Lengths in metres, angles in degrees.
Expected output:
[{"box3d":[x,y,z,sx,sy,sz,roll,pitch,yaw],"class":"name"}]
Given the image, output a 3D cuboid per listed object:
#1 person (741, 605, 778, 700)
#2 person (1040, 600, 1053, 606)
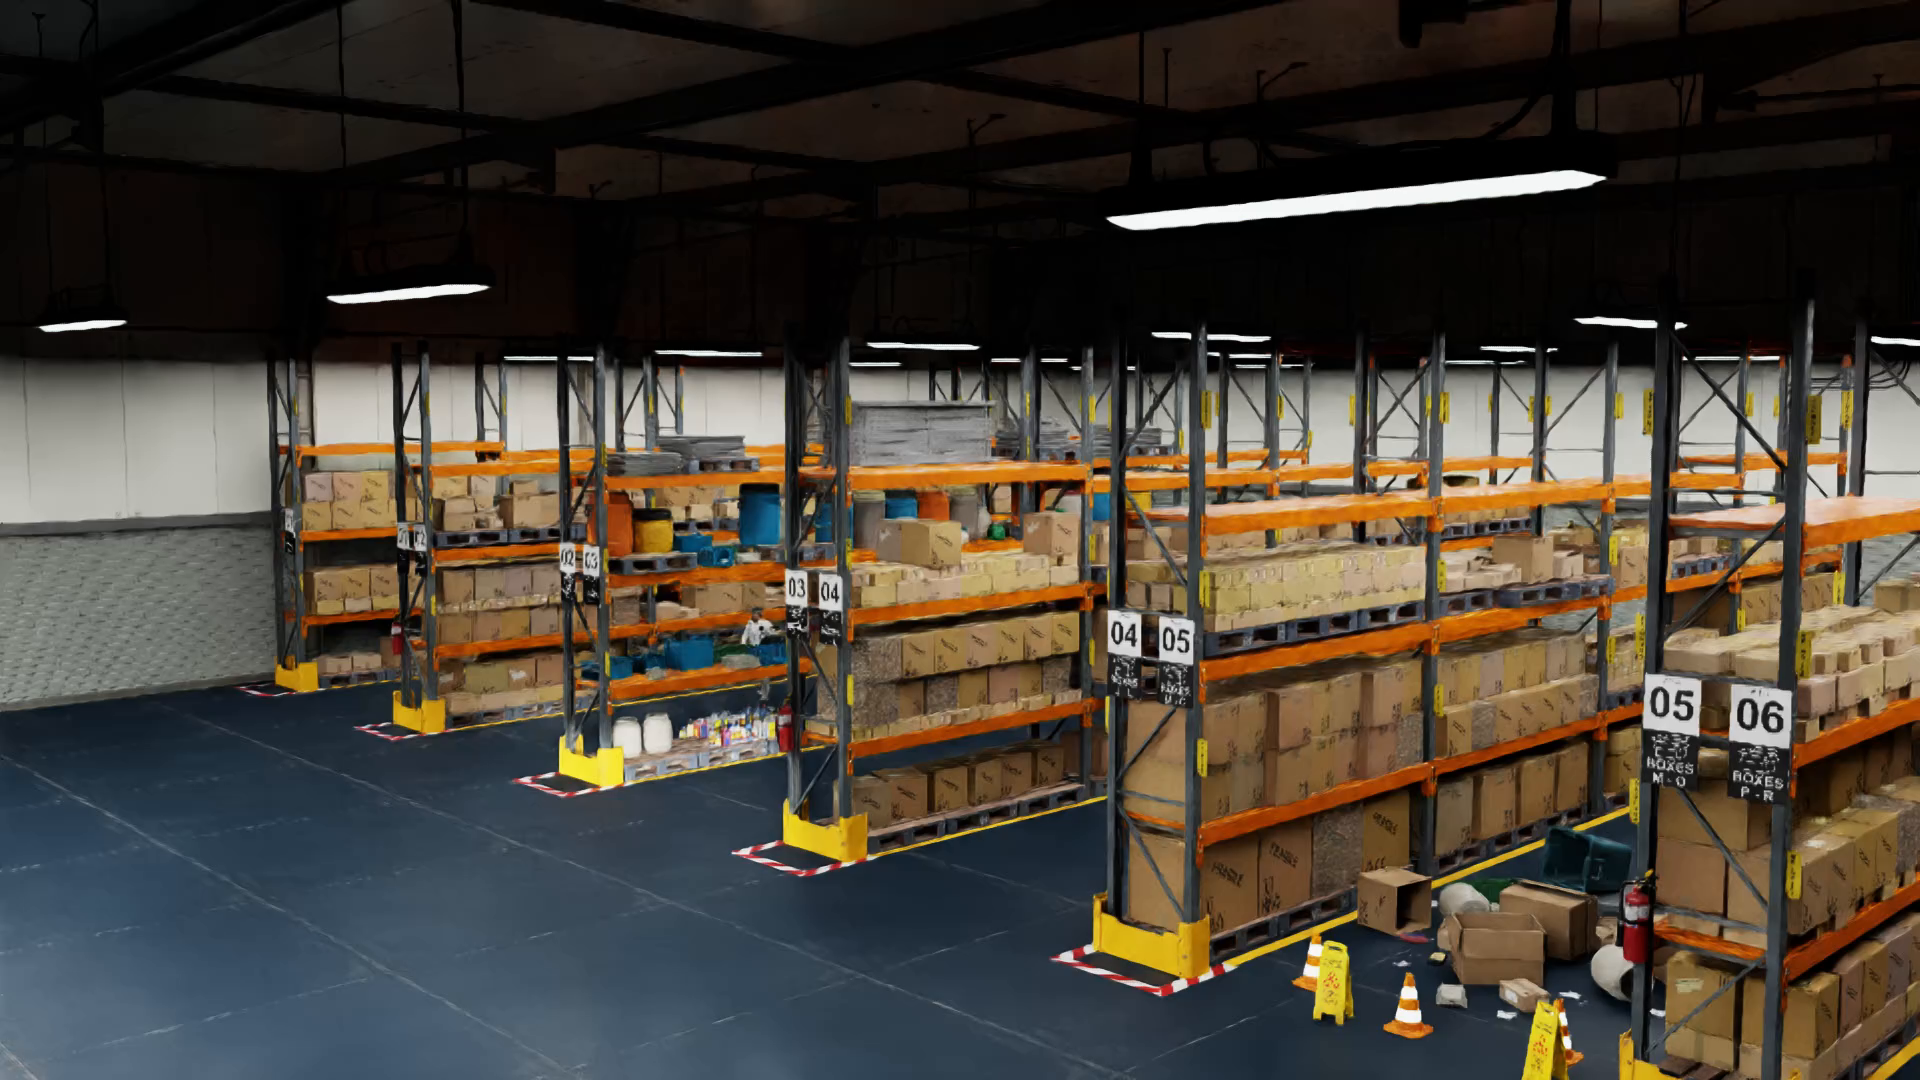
[{"box3d":[-3.389,1.891,28.451,0.638,1.607,0.814,3,6,29],"class":"person"},{"box3d":[1.767,1.382,33.603,0.378,1.740,0.589,3,6,34],"class":"person"}]
